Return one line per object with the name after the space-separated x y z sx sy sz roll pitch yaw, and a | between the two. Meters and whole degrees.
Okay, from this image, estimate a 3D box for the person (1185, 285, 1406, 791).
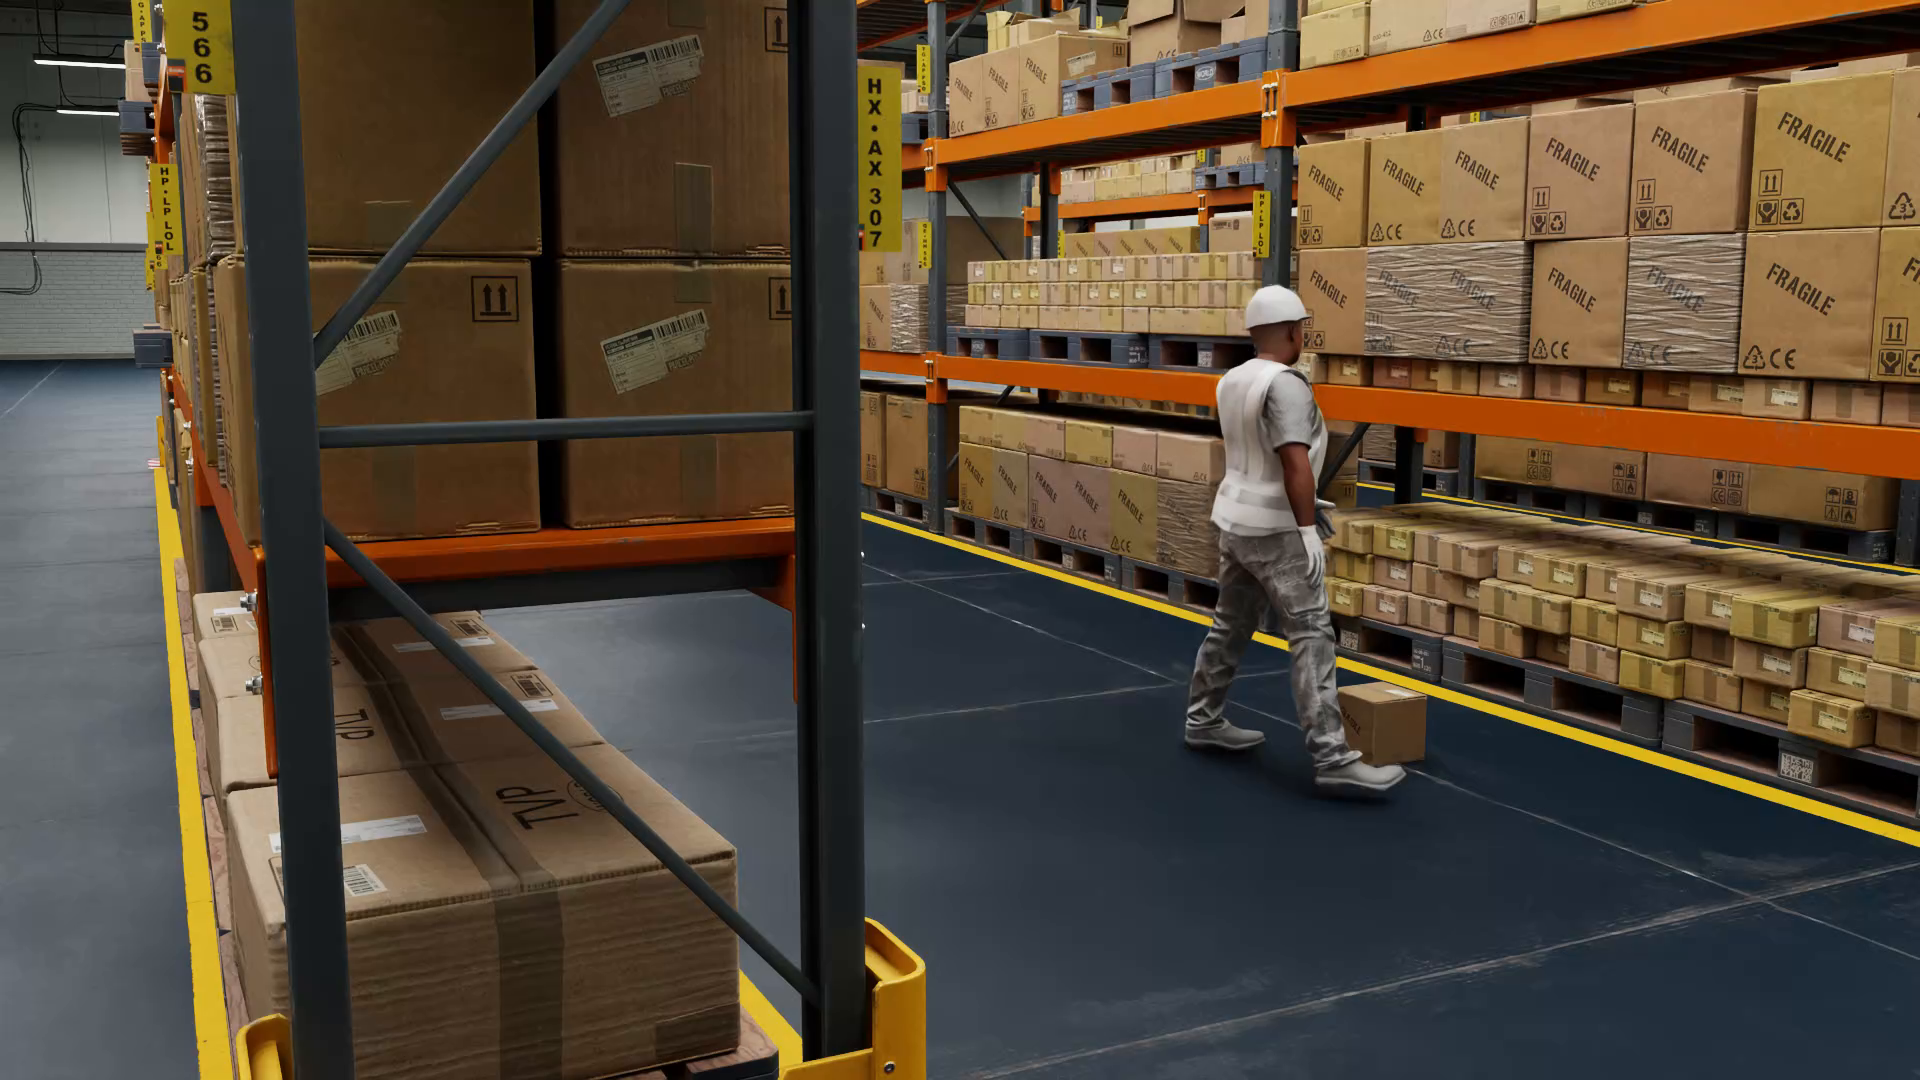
1.200 -0.026 5.960 0.571 1.755 0.895 -1 8 -7 | person
